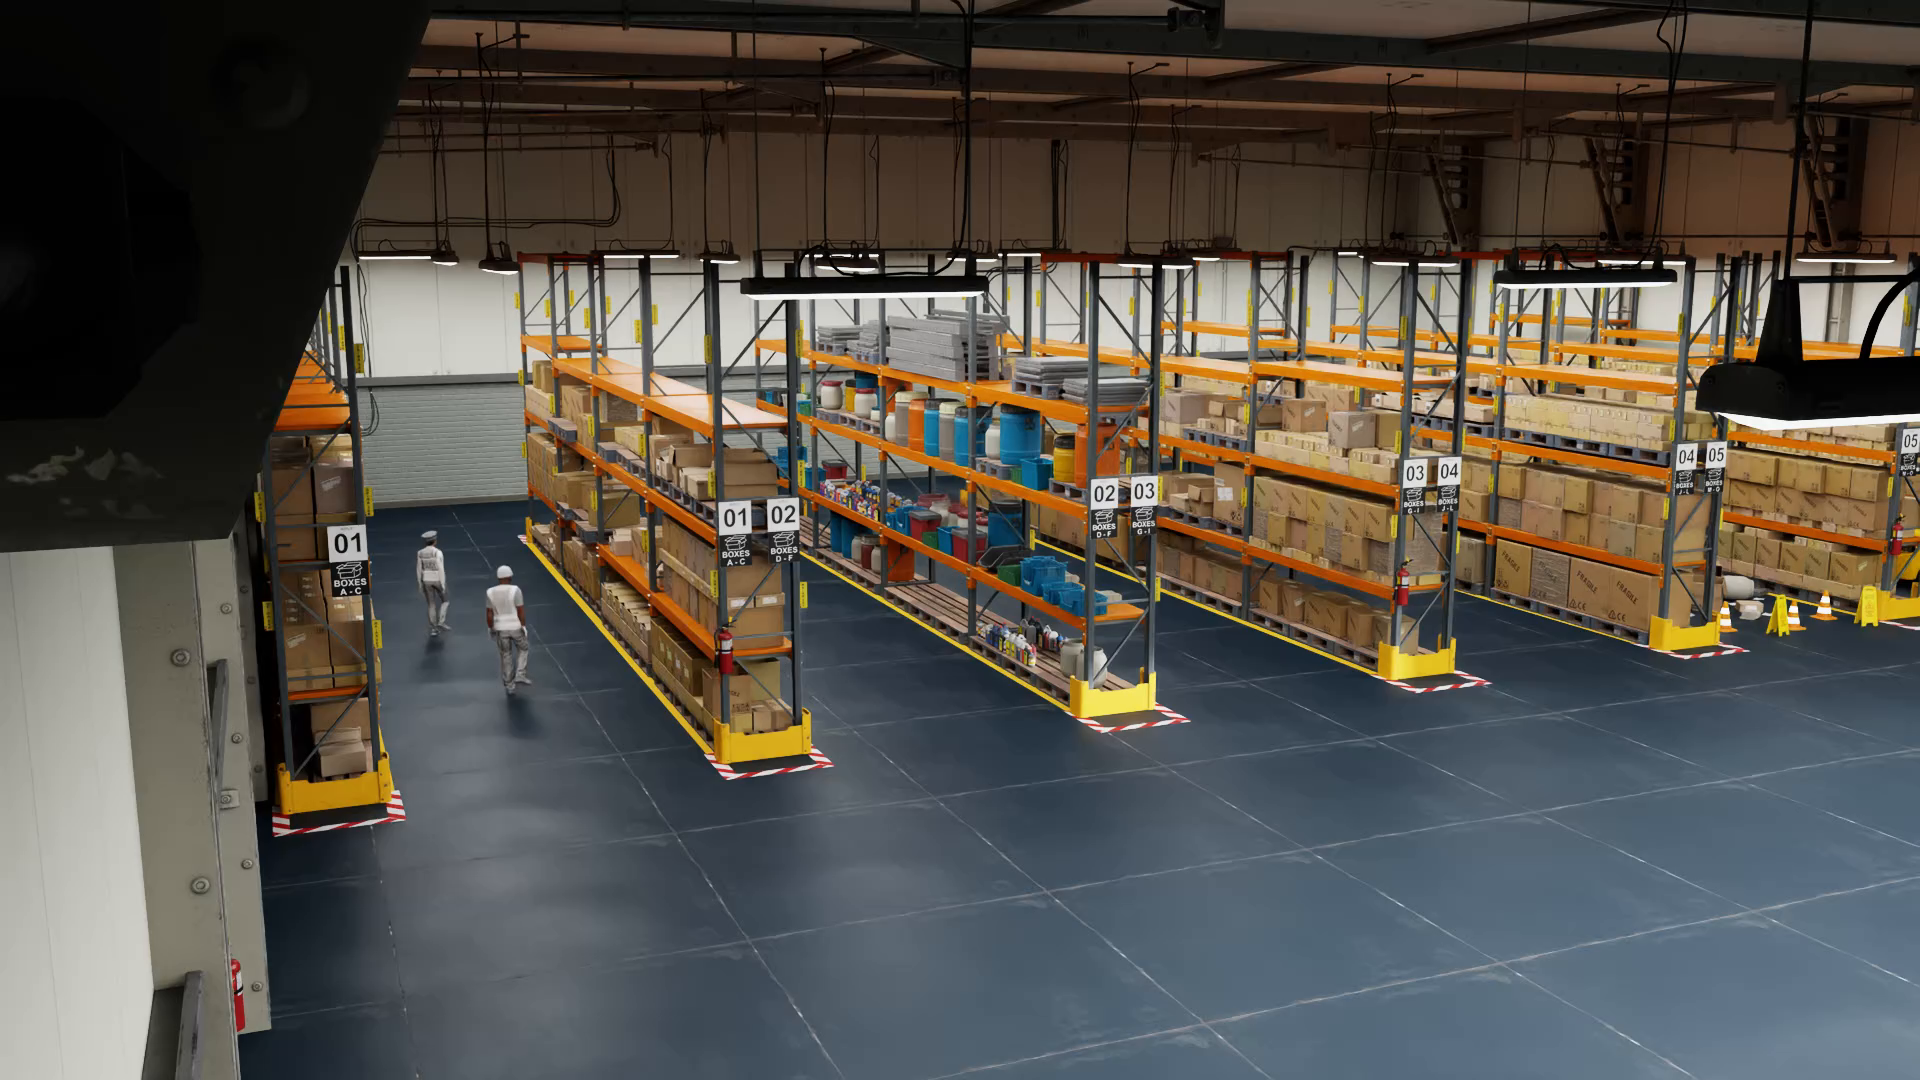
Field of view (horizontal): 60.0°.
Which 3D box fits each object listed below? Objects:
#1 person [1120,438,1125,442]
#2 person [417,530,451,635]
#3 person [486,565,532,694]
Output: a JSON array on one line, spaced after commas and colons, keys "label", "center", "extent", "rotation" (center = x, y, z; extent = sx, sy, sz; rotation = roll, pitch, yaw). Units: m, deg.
[{"label": "person", "center": [3.704, -1.852, 40.220], "extent": [0.629, 1.719, 1.132], "rotation": [0, 10, -1]}, {"label": "person", "center": [-8.420, 0.694, 26.555], "extent": [0.521, 1.651, 0.493], "rotation": [-1, 10, -4]}, {"label": "person", "center": [-6.315, 1.249, 23.254], "extent": [0.594, 1.772, 0.545], "rotation": [-2, 11, -10]}]
